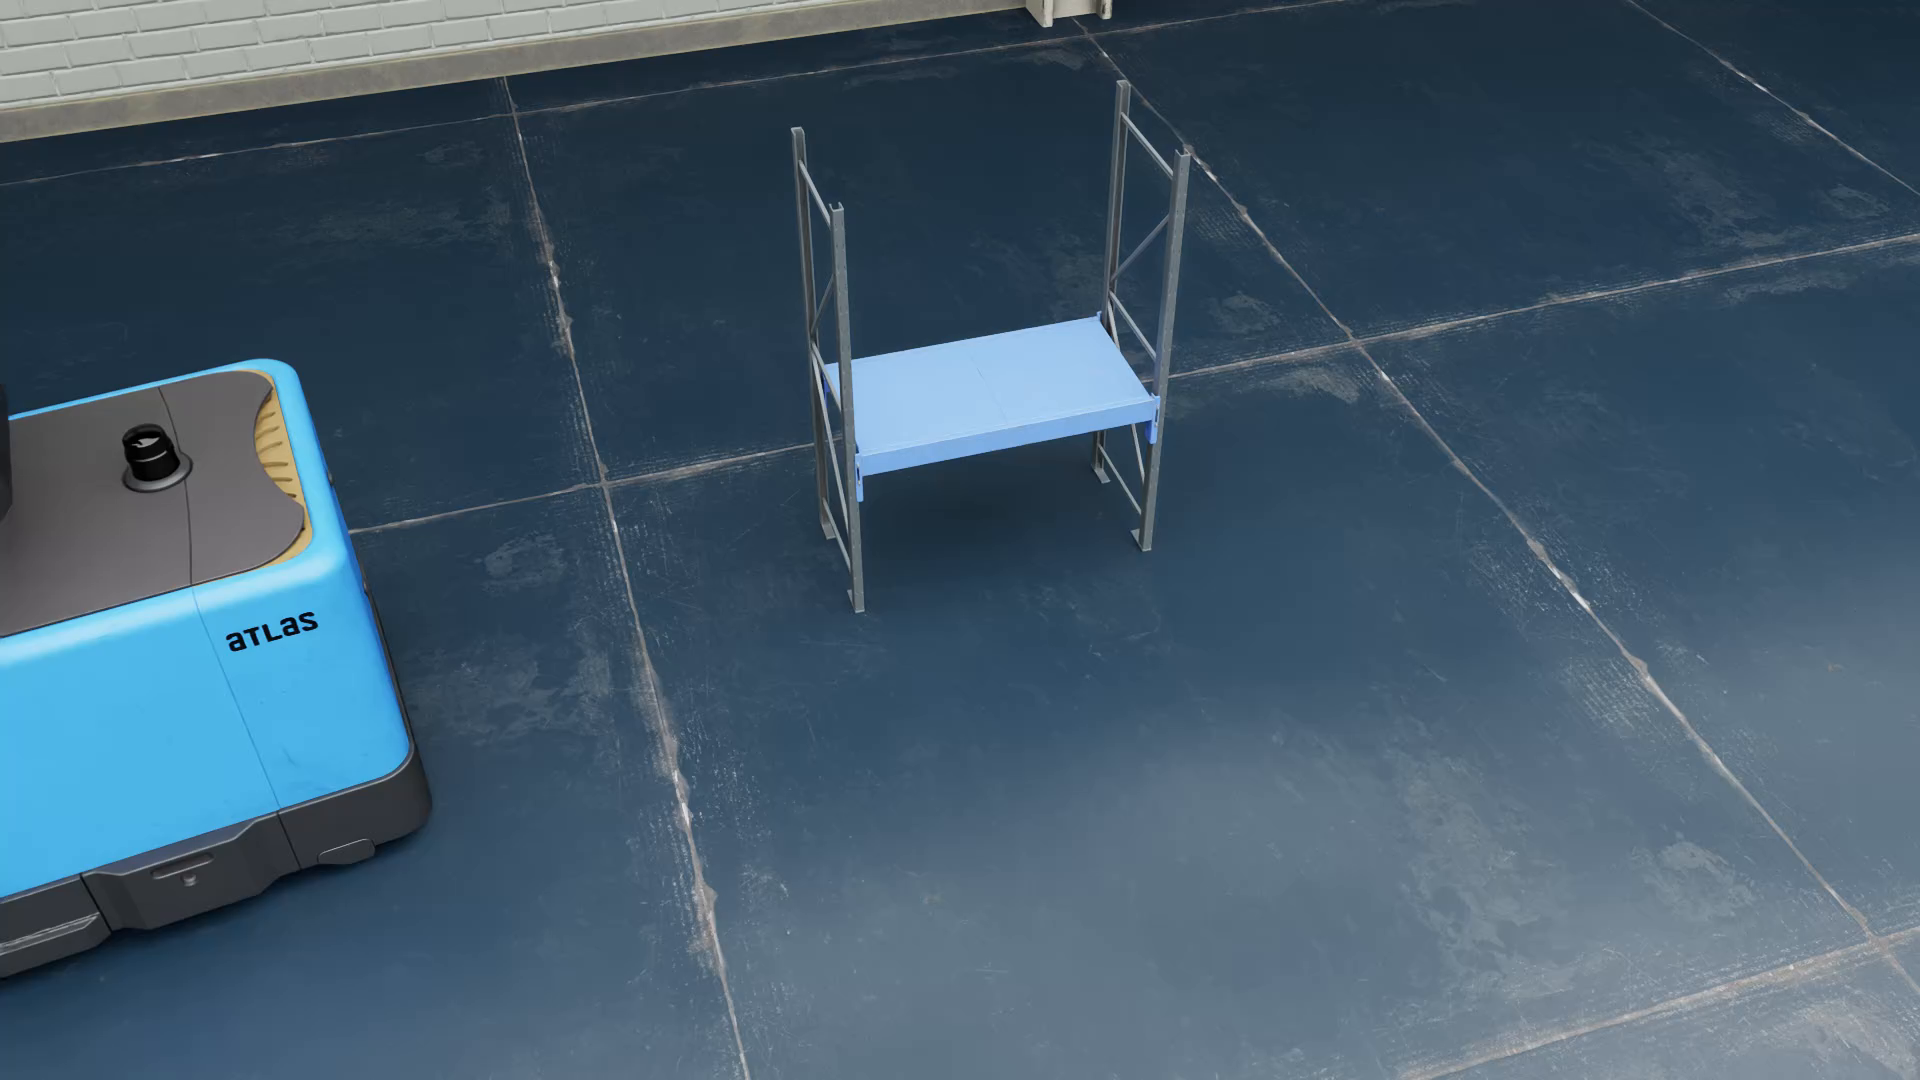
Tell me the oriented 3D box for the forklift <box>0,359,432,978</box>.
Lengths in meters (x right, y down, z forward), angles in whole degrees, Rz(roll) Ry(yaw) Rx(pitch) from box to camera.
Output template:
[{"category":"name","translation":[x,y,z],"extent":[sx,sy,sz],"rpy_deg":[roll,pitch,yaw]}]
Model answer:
[{"category":"forklift","translation":[-3.072,-0.137,3.679],"extent":[3.031,2.935,1.130],"rpy_deg":[-17,44,-18]}]

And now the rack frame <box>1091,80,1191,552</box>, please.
[{"category":"rack frame","translation":[0.566,-0.682,5.391],"extent":[0.032,1.500,0.500],"rpy_deg":[-12,42,-13]}]

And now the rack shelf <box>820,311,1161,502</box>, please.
[{"category":"rack shelf","translation":[0.081,-0.446,5.394],"extent":[1.000,0.185,0.538],"rpy_deg":[-12,42,-13]}]

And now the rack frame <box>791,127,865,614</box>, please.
[{"category":"rack frame","translation":[-0.404,-0.481,5.161],"extent":[0.032,1.500,0.500],"rpy_deg":[-12,42,-13]}]

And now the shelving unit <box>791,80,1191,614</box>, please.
[{"category":"shelving unit","translation":[0.081,-0.582,5.276],"extent":[1.048,1.500,0.538],"rpy_deg":[-12,42,-13]}]
